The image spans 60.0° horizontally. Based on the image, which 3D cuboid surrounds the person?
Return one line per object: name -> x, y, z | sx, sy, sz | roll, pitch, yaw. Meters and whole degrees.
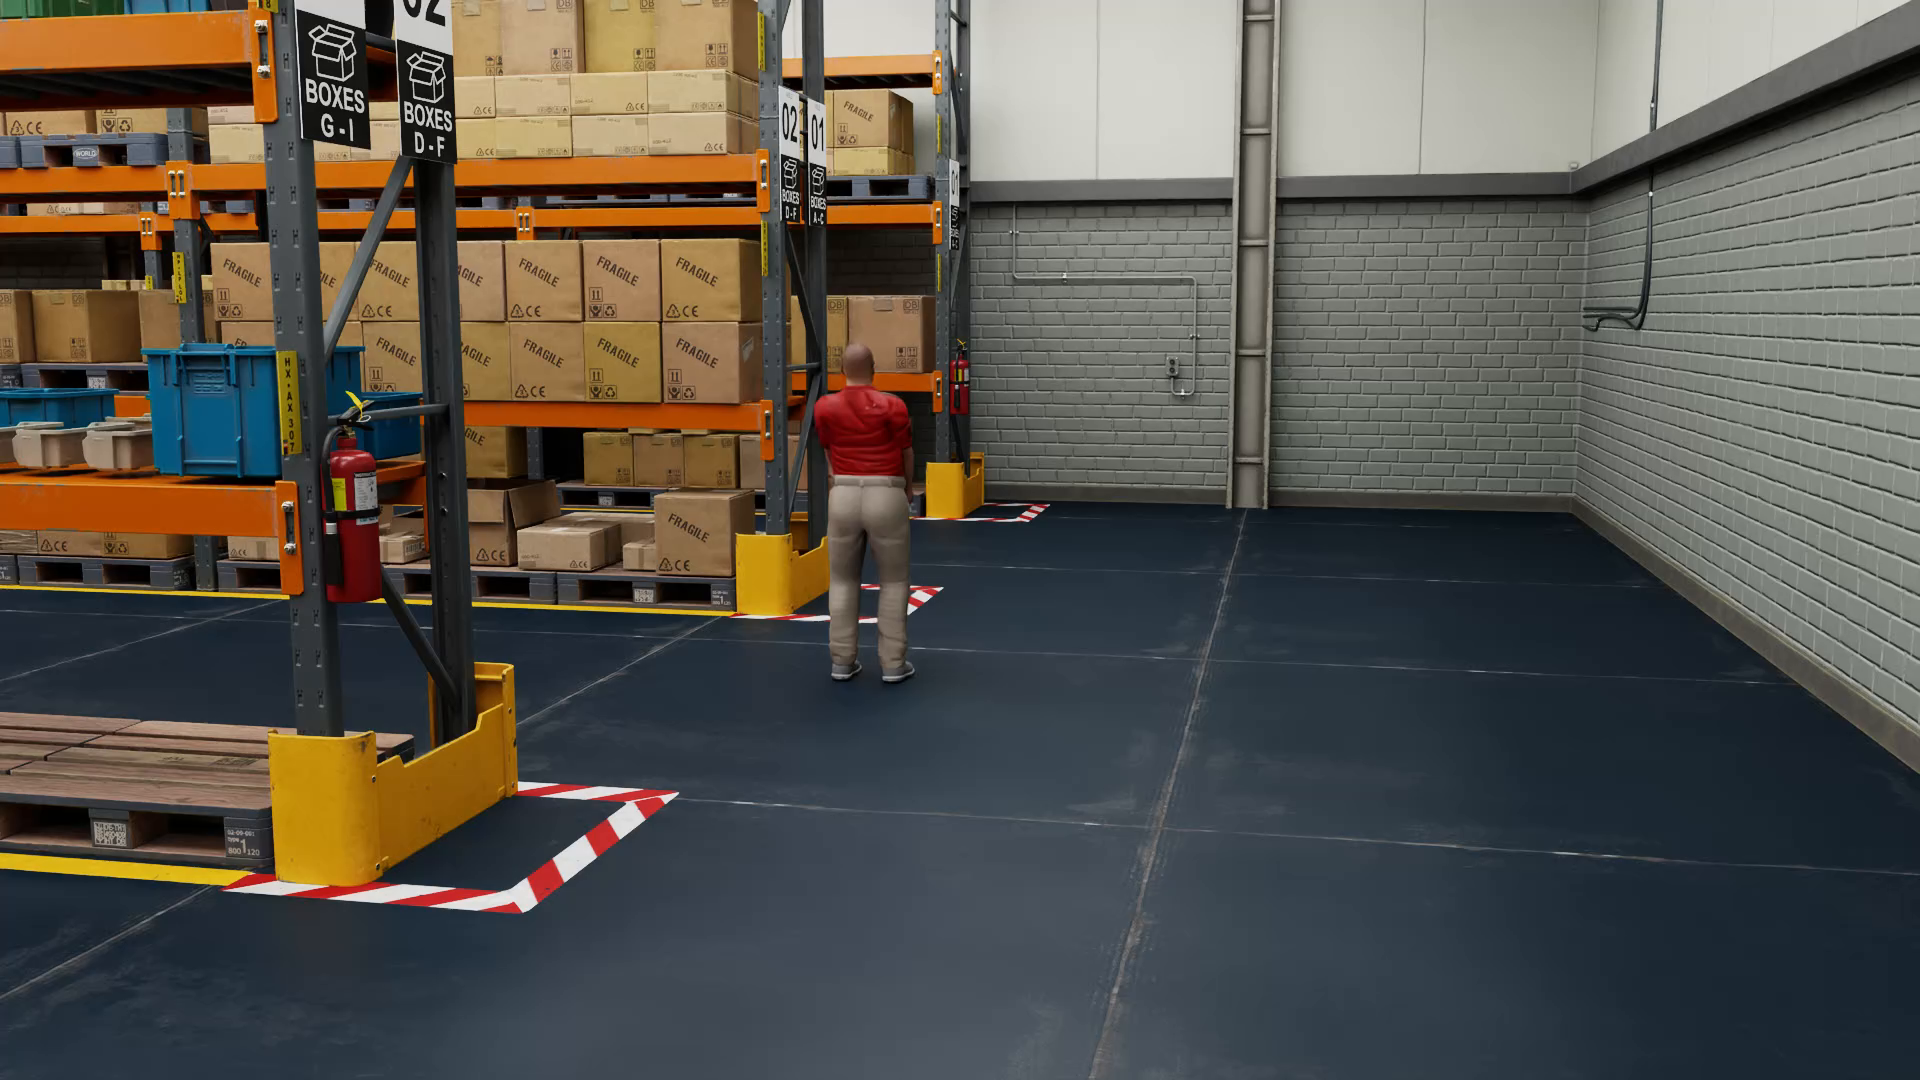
person -> -0.465, -0.141, 8.433 | 0.430, 1.570, 0.363 | 2, 8, 12
